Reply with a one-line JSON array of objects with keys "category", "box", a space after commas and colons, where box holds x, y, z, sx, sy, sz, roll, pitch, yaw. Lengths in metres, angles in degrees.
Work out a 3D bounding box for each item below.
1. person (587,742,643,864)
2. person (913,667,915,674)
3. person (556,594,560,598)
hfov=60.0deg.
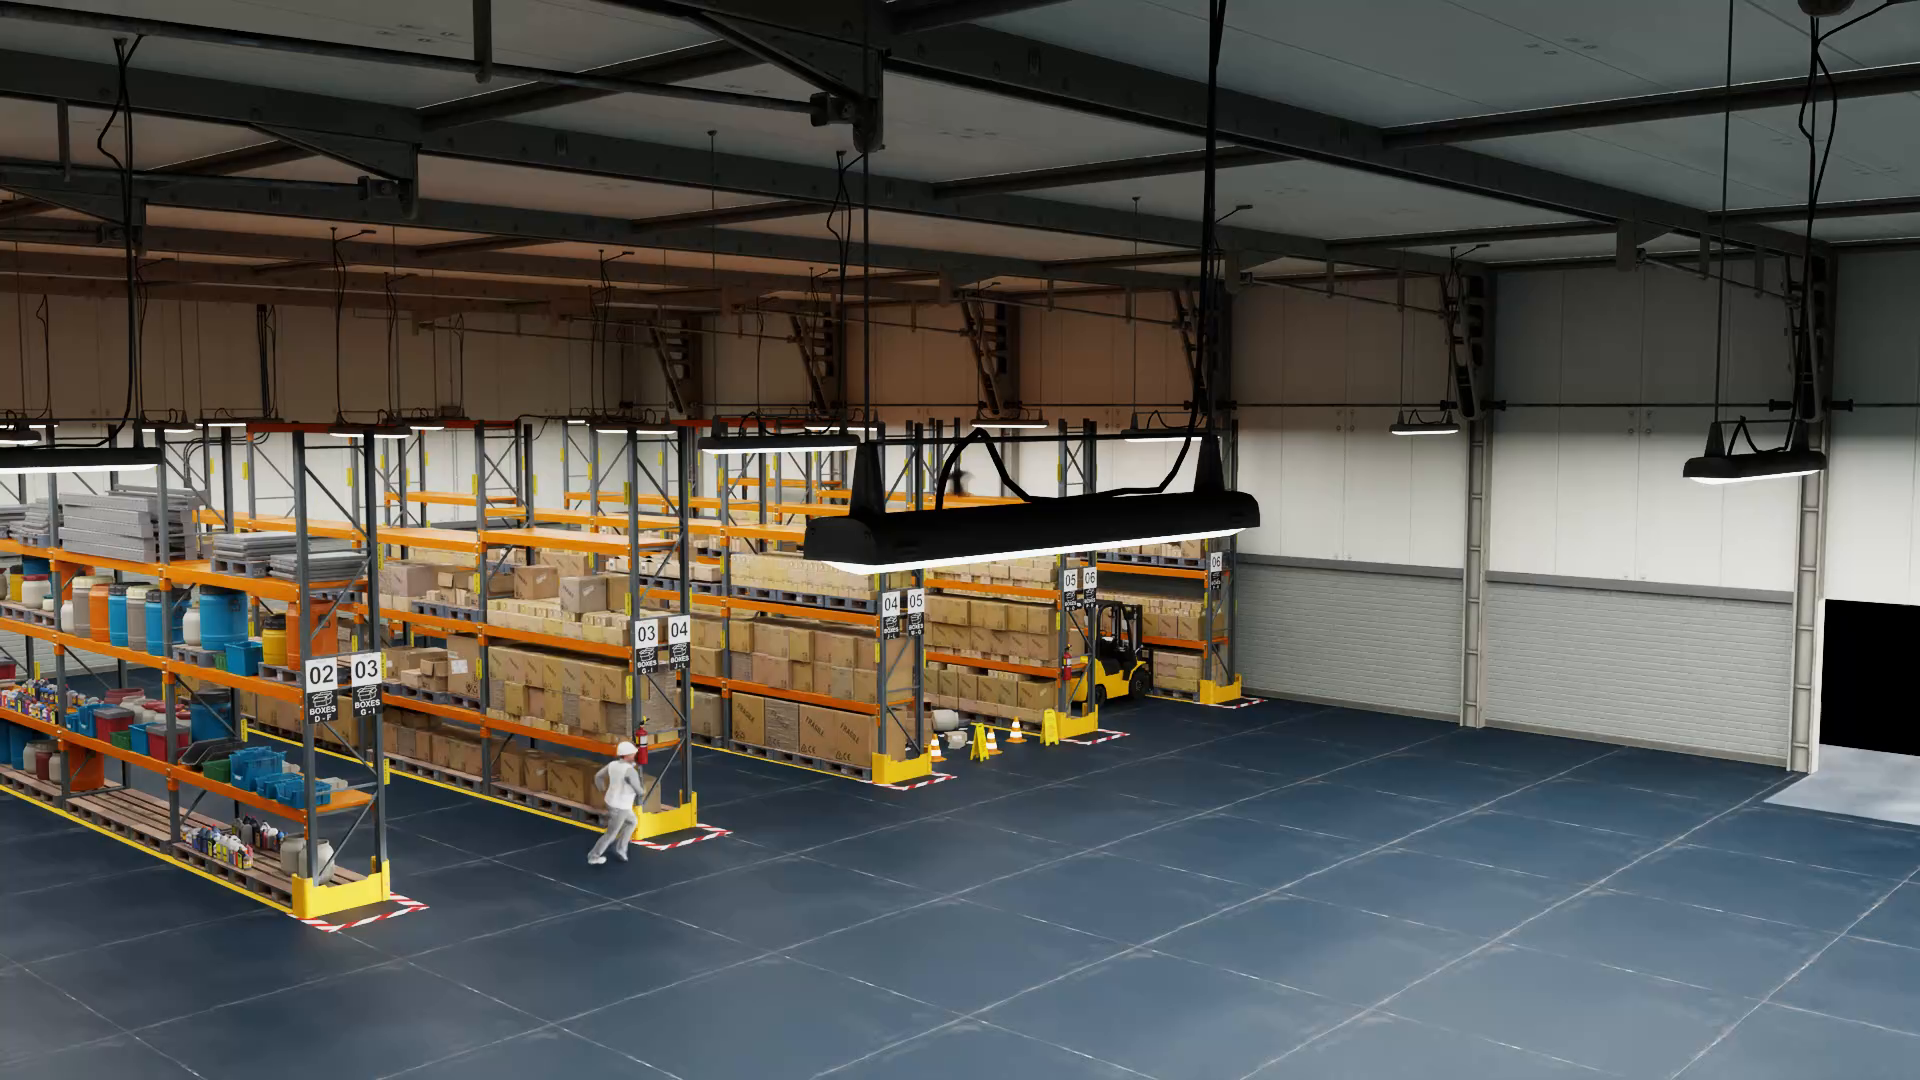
[{"category": "person", "box": [-4.675, 3.626, 22.662, 0.750, 1.773, 0.706, -3, 6, -34]}, {"category": "person", "box": [-1.344, 2.383, 37.259, 0.992, 1.761, 0.700, 4, 6, 40]}, {"category": "person", "box": [-10.626, 1.899, 43.136, 1.071, 1.749, 0.645, -5, 7, -44]}]
